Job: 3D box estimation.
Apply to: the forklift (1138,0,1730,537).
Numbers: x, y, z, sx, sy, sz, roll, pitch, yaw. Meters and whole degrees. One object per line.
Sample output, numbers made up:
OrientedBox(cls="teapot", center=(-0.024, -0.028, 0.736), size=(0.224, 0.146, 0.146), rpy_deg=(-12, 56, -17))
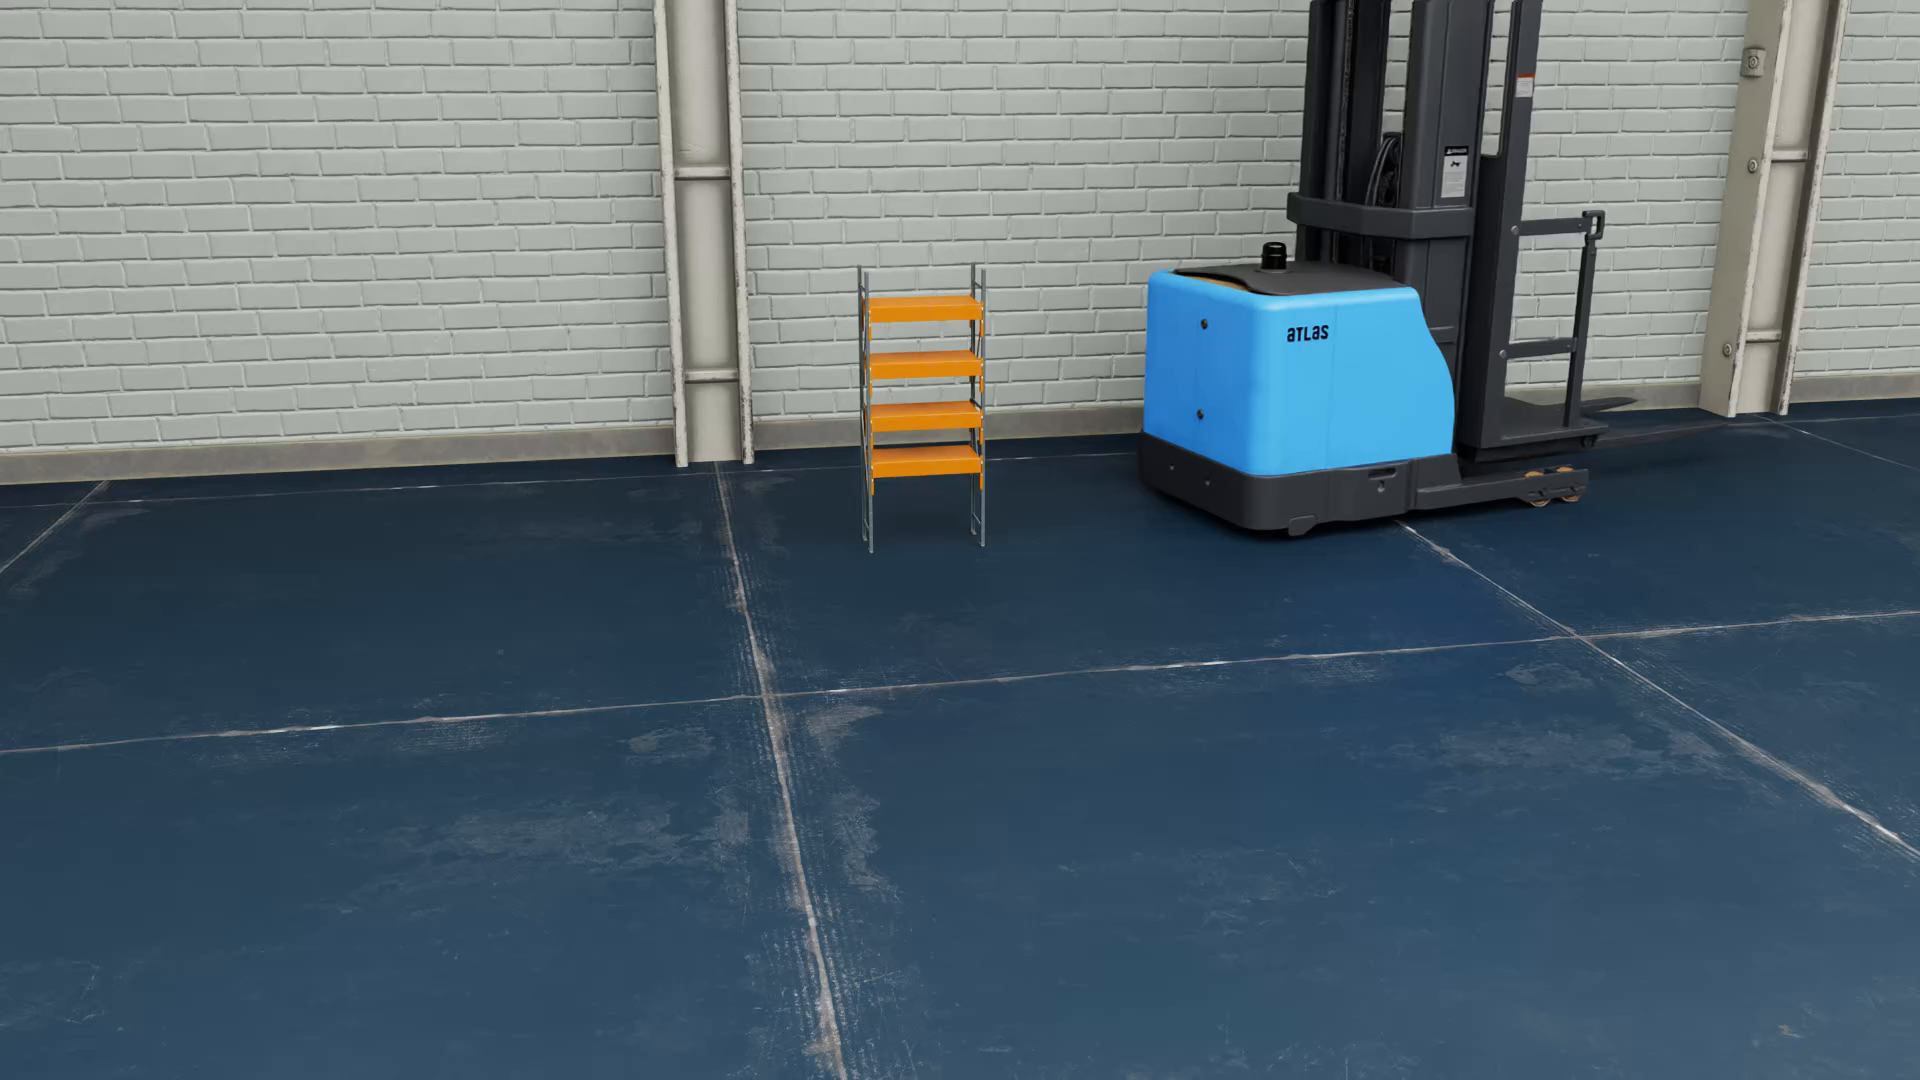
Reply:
OrientedBox(cls="forklift", center=(2.421, -1.688, 7.815), size=(3.031, 2.935, 1.130), rpy_deg=(-8, 19, -24))

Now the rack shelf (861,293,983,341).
OrientedBox(cls="rack shelf", center=(-0.163, -0.940, 6.990), size=(0.480, 0.148, 0.258), rpy_deg=(-3, 17, -10))

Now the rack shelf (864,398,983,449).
OrientedBox(cls="rack shelf", center=(-0.163, -0.500, 7.125), size=(0.480, 0.148, 0.258), rpy_deg=(-3, 17, -10))

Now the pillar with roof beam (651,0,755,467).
OrientedBox(cls="pillar with roof beam", center=(-0.471, -3.491, 3.350), size=(0.400, 9.000, 9.100), rpy_deg=(-3, 17, -10))

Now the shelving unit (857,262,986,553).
OrientedBox(cls="shelving unit", center=(-0.163, -0.564, 7.106), size=(0.503, 1.200, 0.258), rpy_deg=(-3, 17, -10))

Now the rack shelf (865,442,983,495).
OrientedBox(cls="rack shelf", center=(-0.163, -0.310, 7.184), size=(0.480, 0.148, 0.258), rpy_deg=(-3, 17, -10))

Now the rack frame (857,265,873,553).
OrientedBox(cls="rack frame", center=(-0.402, -0.551, 7.061), size=(0.015, 1.200, 0.240), rpy_deg=(-3, 17, -10))

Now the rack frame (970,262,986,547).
OrientedBox(cls="rack frame", center=(0.077, -0.578, 7.150), size=(0.015, 1.200, 0.240), rpy_deg=(-3, 17, -10))

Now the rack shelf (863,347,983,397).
OrientedBox(cls="rack shelf", center=(-0.163, -0.714, 7.060), size=(0.480, 0.148, 0.258), rpy_deg=(-3, 17, -10))

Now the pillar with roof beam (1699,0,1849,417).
OrientedBox(cls="pillar with roof beam", center=(5.420, -3.825, 4.438), size=(0.400, 9.000, 9.100), rpy_deg=(-3, 17, -10))
